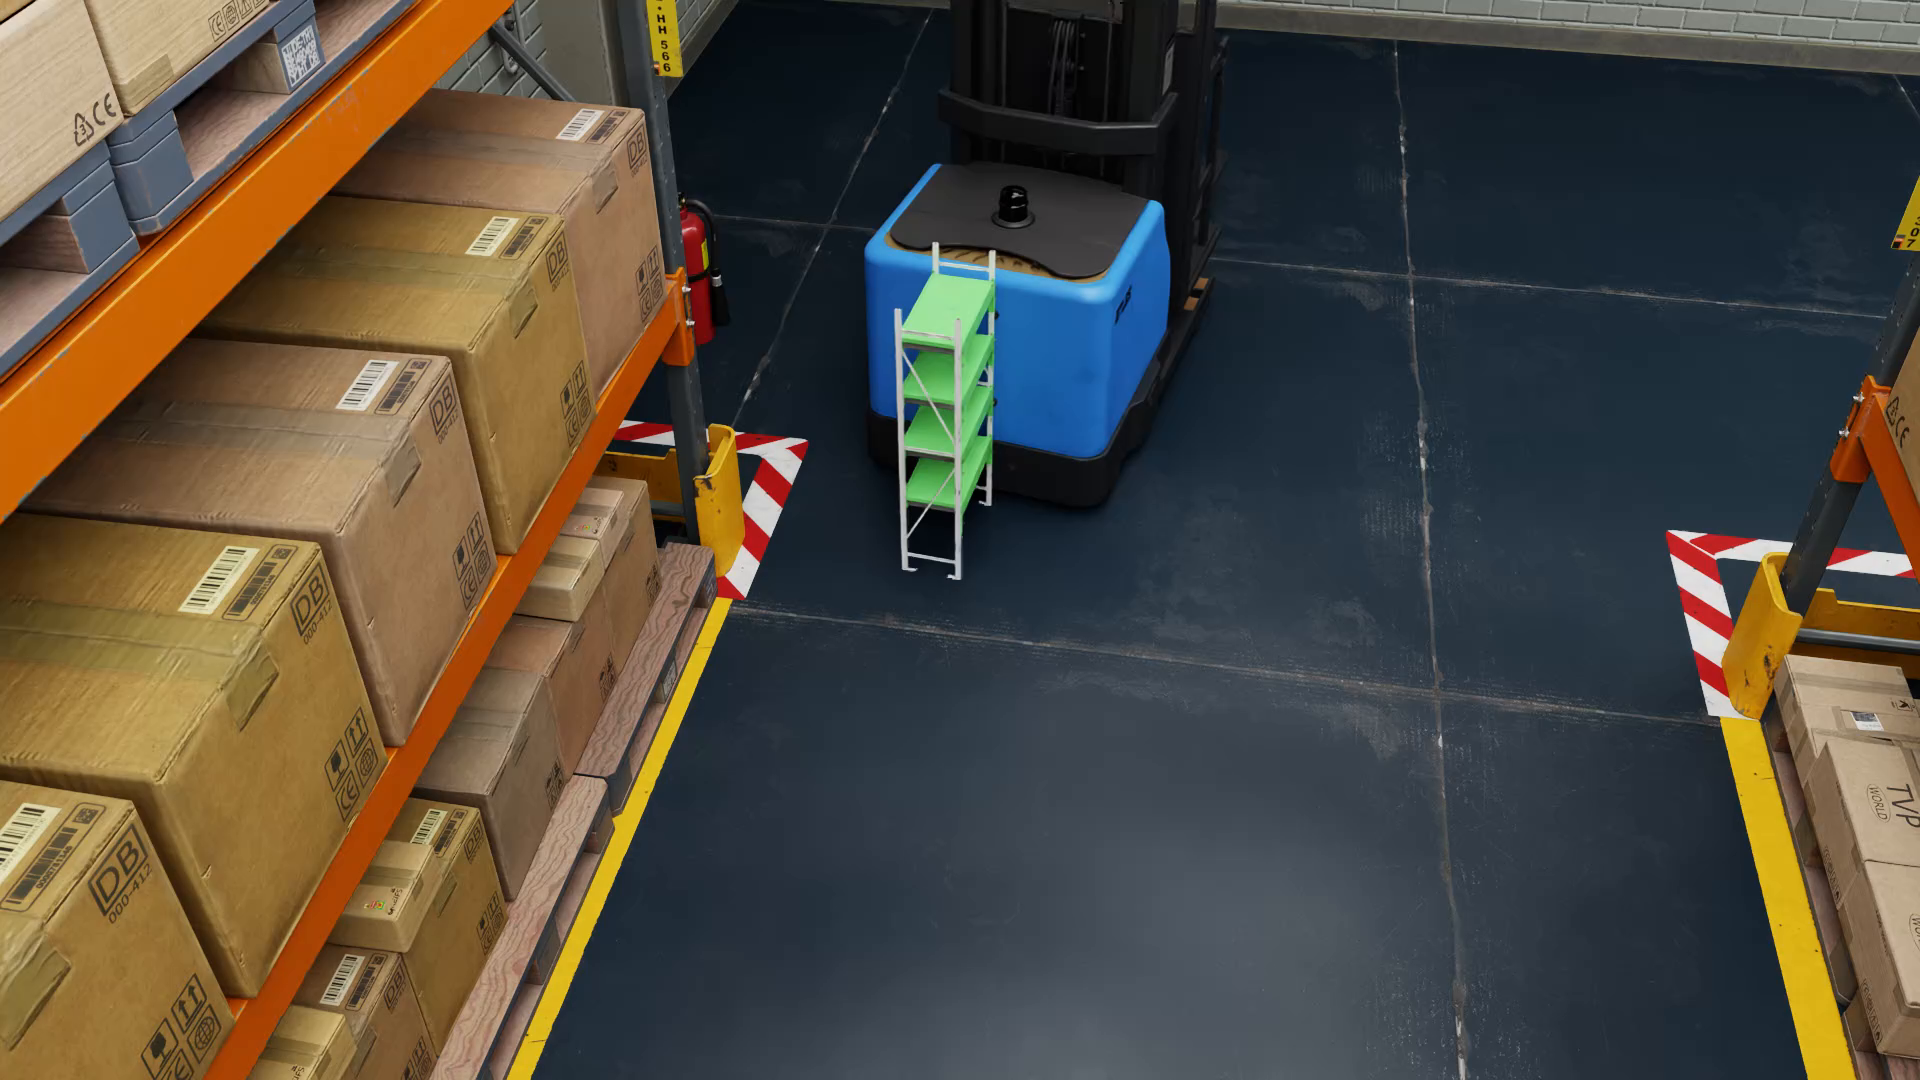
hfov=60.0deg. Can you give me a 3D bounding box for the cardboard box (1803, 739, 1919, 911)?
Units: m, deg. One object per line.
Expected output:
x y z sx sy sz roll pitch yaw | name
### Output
2.946 0.903 5.116 0.500 0.250 0.500 6 40 8 | cardboard box

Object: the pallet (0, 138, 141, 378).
-2.014 -0.279 2.449 1.003 0.211 1.213 6 40 8 | pallet

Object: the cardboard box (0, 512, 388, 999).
-1.924 0.444 3.624 0.980 0.700 0.700 5 40 7 | cardboard box

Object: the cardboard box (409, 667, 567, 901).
-1.669 0.727 5.149 0.700 0.500 0.500 5 40 6 | cardboard box

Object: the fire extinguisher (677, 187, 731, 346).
-0.993 -1.025 5.989 0.296 0.674 0.183 6 40 8 | fire extinguisher

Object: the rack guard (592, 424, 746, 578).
-1.470 -0.207 6.607 1.175 0.500 0.348 6 40 8 | rack guard

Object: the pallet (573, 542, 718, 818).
-1.535 0.430 6.064 1.003 0.211 1.213 6 40 8 | pallet

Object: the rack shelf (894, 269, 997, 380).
-0.049 -0.798 6.120 0.258 0.148 0.480 10 41 12 | rack shelf

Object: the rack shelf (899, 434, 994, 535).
-0.049 -0.243 6.579 0.258 0.148 0.480 10 41 12 | rack shelf

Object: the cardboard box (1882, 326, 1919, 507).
3.069 -0.400 4.801 0.500 0.500 0.500 7 40 9 | cardboard box

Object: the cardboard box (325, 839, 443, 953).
-1.607 0.927 4.398 0.380 0.149 0.250 5 40 6 | cardboard box

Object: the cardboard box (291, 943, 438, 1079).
-1.846 1.384 4.354 0.700 0.500 0.500 6 40 7 | cardboard box

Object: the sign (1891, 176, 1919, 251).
2.871 -1.004 4.931 0.100 0.325 0.005 6 40 8 | sign

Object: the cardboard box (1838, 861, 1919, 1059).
2.859 1.217 4.737 0.500 0.250 0.500 6 40 8 | cardboard box

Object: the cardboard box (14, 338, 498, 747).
-1.808 -0.014 4.177 0.980 0.700 0.700 5 40 6 | cardboard box

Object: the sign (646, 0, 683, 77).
-0.942 -1.624 5.265 0.100 0.325 0.005 6 40 8 | sign

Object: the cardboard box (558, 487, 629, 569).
-1.339 -0.052 5.582 0.380 0.149 0.250 6 40 7 | cardboard box

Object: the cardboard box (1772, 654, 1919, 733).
2.995 0.543 5.631 0.380 0.149 0.250 6 40 8 | cardboard box

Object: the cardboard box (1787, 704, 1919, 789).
2.951 0.693 5.436 0.380 0.166 0.250 6 40 8 | cardboard box

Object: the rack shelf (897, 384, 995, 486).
-0.049 -0.428 6.426 0.258 0.148 0.480 10 41 12 | rack shelf

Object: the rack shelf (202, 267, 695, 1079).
-1.820 0.378 4.504 1.077 0.370 4.000 6 40 8 | rack shelf

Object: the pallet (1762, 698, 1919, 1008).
3.256 1.012 5.361 1.003 0.211 1.213 6 40 8 | pallet

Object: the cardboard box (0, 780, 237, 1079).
-2.056 0.901 3.070 0.980 0.700 0.700 7 40 8 | cardboard box

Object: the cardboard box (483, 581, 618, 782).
-1.583 0.411 5.531 0.700 0.500 0.500 6 40 8 | cardboard box

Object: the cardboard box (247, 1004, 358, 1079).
-1.697 1.254 4.002 0.380 0.149 0.250 8 40 9 | cardboard box

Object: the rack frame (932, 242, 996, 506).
0.015 -0.627 6.567 0.240 1.200 0.015 10 41 12 | rack frame

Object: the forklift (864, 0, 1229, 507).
0.595 -2.209 7.122 1.130 2.935 3.031 13 41 15 | forklift

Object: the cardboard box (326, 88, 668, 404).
-1.552 -0.949 5.309 0.980 0.700 0.700 8 40 10 | cardboard box

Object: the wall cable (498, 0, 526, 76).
-2.184 -2.454 6.567 0.084 1.984 1.851 6 40 8 | wall cable

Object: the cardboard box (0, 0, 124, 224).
-1.685 -0.666 2.557 0.500 0.250 0.500 6 40 7 | cardboard box

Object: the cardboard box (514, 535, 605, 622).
-1.383 0.108 5.388 0.380 0.149 0.250 7 40 9 | cardboard box

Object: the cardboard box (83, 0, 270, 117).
-1.603 -0.989 2.947 0.500 0.250 0.500 5 40 6 | cardboard box

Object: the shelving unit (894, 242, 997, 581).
-0.049 -0.477 6.385 0.258 1.200 0.503 10 41 12 | shelving unit

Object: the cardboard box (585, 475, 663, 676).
-1.497 0.097 5.911 0.700 0.500 0.500 6 40 8 | cardboard box

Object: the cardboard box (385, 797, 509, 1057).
-1.754 1.062 4.743 0.700 0.500 0.500 7 40 9 | cardboard box

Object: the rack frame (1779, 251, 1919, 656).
3.406 -0.611 5.135 1.000 3.000 0.127 6 40 8 | rack frame

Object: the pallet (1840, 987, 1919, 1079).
3.042 1.775 4.437 1.003 0.211 1.213 6 40 8 | pallet

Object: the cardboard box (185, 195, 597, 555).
-1.667 -0.491 4.755 0.980 0.700 0.700 6 40 7 | cardboard box

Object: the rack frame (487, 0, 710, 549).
-1.474 -1.155 5.793 1.000 3.000 0.127 6 40 8 | rack frame

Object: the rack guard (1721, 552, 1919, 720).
3.393 0.400 5.874 1.175 0.500 0.348 6 40 8 | rack guard

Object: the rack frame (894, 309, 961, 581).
-0.113 -0.327 6.204 0.240 1.200 0.015 10 41 12 | rack frame

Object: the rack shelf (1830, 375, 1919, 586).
3.060 0.921 3.846 1.077 0.370 4.000 6 40 8 | rack shelf

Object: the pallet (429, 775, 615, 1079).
-1.749 1.194 5.141 1.003 0.211 1.213 6 40 8 | pallet

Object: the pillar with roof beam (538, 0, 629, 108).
2.381 -4.782 5.472 9.100 9.000 0.400 6 40 8 | pillar with roof beam

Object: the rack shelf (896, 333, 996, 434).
-0.049 -0.613 6.273 0.258 0.148 0.480 10 41 12 | rack shelf

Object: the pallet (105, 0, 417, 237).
-1.801 -1.042 3.372 1.003 0.211 1.213 6 40 8 | pallet
